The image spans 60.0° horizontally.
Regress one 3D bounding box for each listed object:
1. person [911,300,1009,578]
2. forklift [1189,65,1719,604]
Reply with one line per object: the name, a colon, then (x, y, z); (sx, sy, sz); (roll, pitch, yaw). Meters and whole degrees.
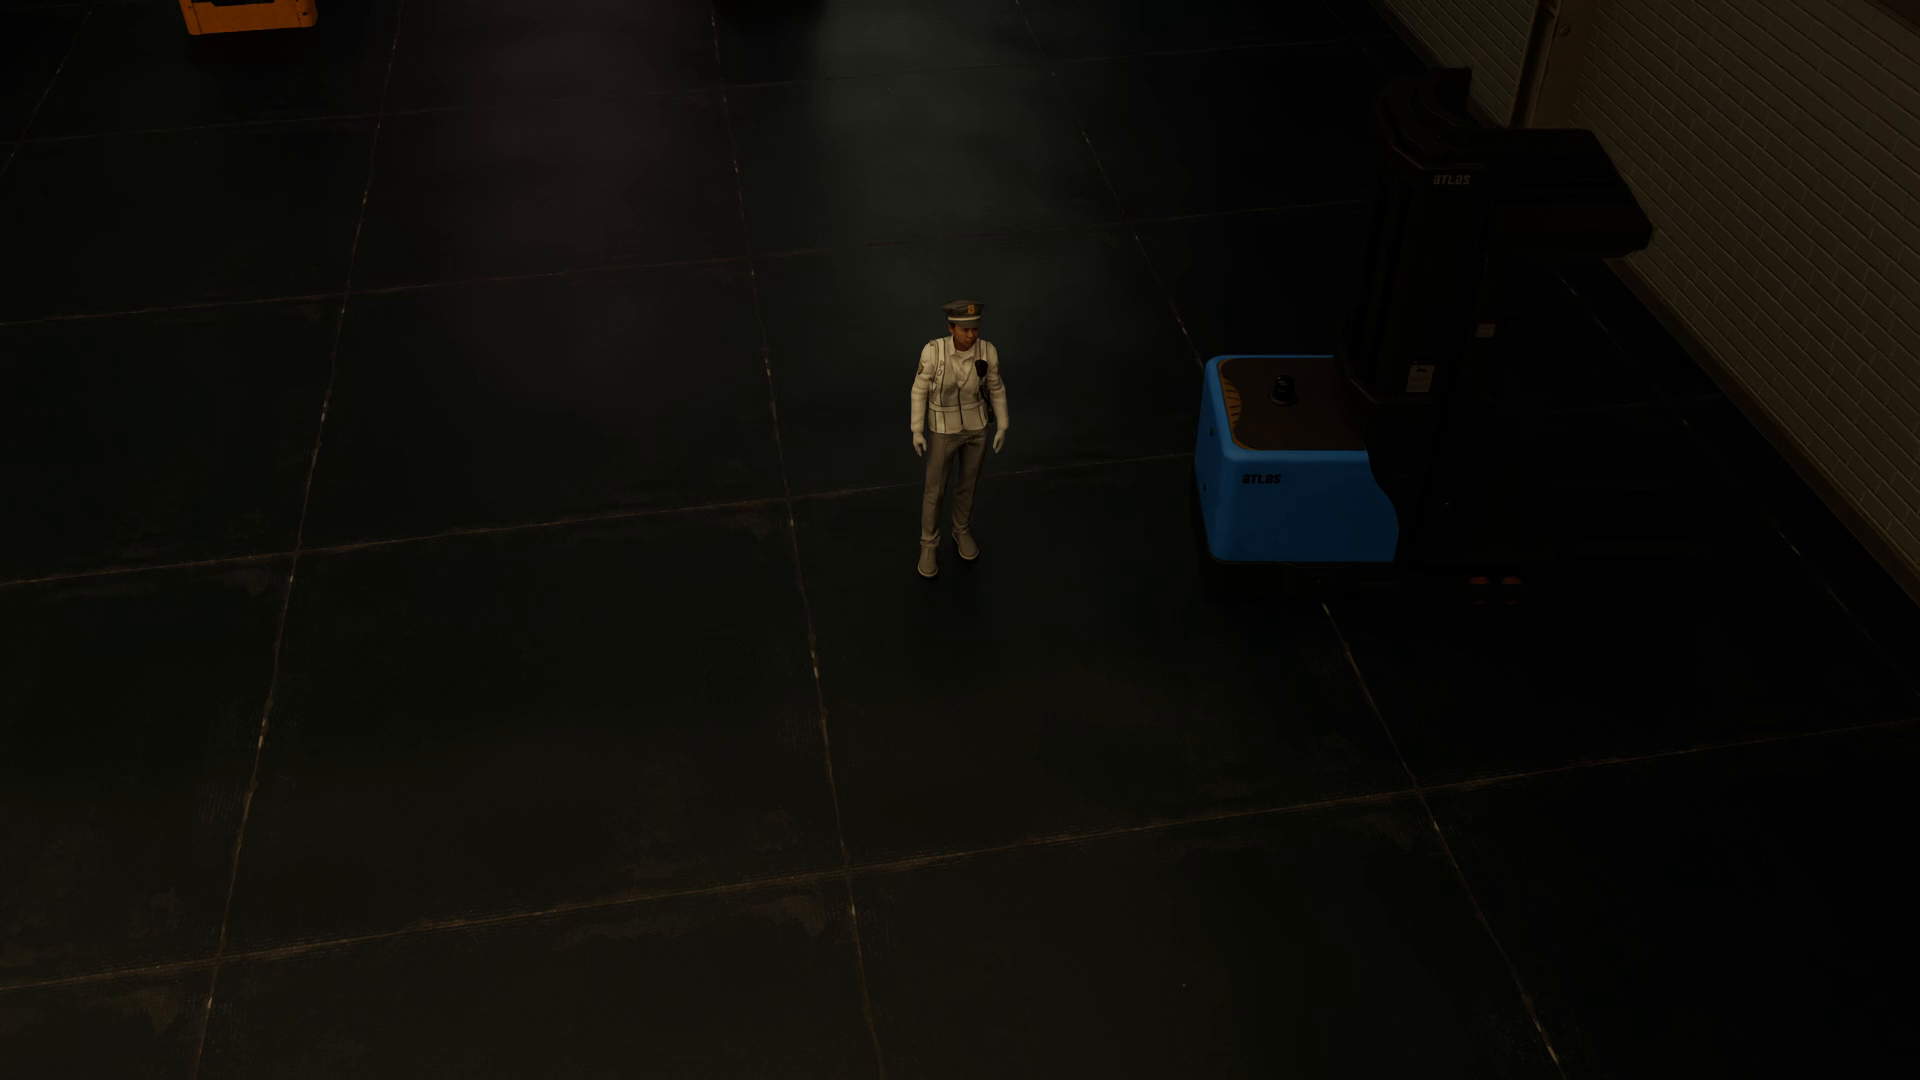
person: (0.005, -0.607, 9.614); (0.586, 1.694, 0.532); (-7, 41, -8)
forklift: (2.953, -1.086, 9.235); (3.031, 2.935, 1.130); (0, 40, 0)
